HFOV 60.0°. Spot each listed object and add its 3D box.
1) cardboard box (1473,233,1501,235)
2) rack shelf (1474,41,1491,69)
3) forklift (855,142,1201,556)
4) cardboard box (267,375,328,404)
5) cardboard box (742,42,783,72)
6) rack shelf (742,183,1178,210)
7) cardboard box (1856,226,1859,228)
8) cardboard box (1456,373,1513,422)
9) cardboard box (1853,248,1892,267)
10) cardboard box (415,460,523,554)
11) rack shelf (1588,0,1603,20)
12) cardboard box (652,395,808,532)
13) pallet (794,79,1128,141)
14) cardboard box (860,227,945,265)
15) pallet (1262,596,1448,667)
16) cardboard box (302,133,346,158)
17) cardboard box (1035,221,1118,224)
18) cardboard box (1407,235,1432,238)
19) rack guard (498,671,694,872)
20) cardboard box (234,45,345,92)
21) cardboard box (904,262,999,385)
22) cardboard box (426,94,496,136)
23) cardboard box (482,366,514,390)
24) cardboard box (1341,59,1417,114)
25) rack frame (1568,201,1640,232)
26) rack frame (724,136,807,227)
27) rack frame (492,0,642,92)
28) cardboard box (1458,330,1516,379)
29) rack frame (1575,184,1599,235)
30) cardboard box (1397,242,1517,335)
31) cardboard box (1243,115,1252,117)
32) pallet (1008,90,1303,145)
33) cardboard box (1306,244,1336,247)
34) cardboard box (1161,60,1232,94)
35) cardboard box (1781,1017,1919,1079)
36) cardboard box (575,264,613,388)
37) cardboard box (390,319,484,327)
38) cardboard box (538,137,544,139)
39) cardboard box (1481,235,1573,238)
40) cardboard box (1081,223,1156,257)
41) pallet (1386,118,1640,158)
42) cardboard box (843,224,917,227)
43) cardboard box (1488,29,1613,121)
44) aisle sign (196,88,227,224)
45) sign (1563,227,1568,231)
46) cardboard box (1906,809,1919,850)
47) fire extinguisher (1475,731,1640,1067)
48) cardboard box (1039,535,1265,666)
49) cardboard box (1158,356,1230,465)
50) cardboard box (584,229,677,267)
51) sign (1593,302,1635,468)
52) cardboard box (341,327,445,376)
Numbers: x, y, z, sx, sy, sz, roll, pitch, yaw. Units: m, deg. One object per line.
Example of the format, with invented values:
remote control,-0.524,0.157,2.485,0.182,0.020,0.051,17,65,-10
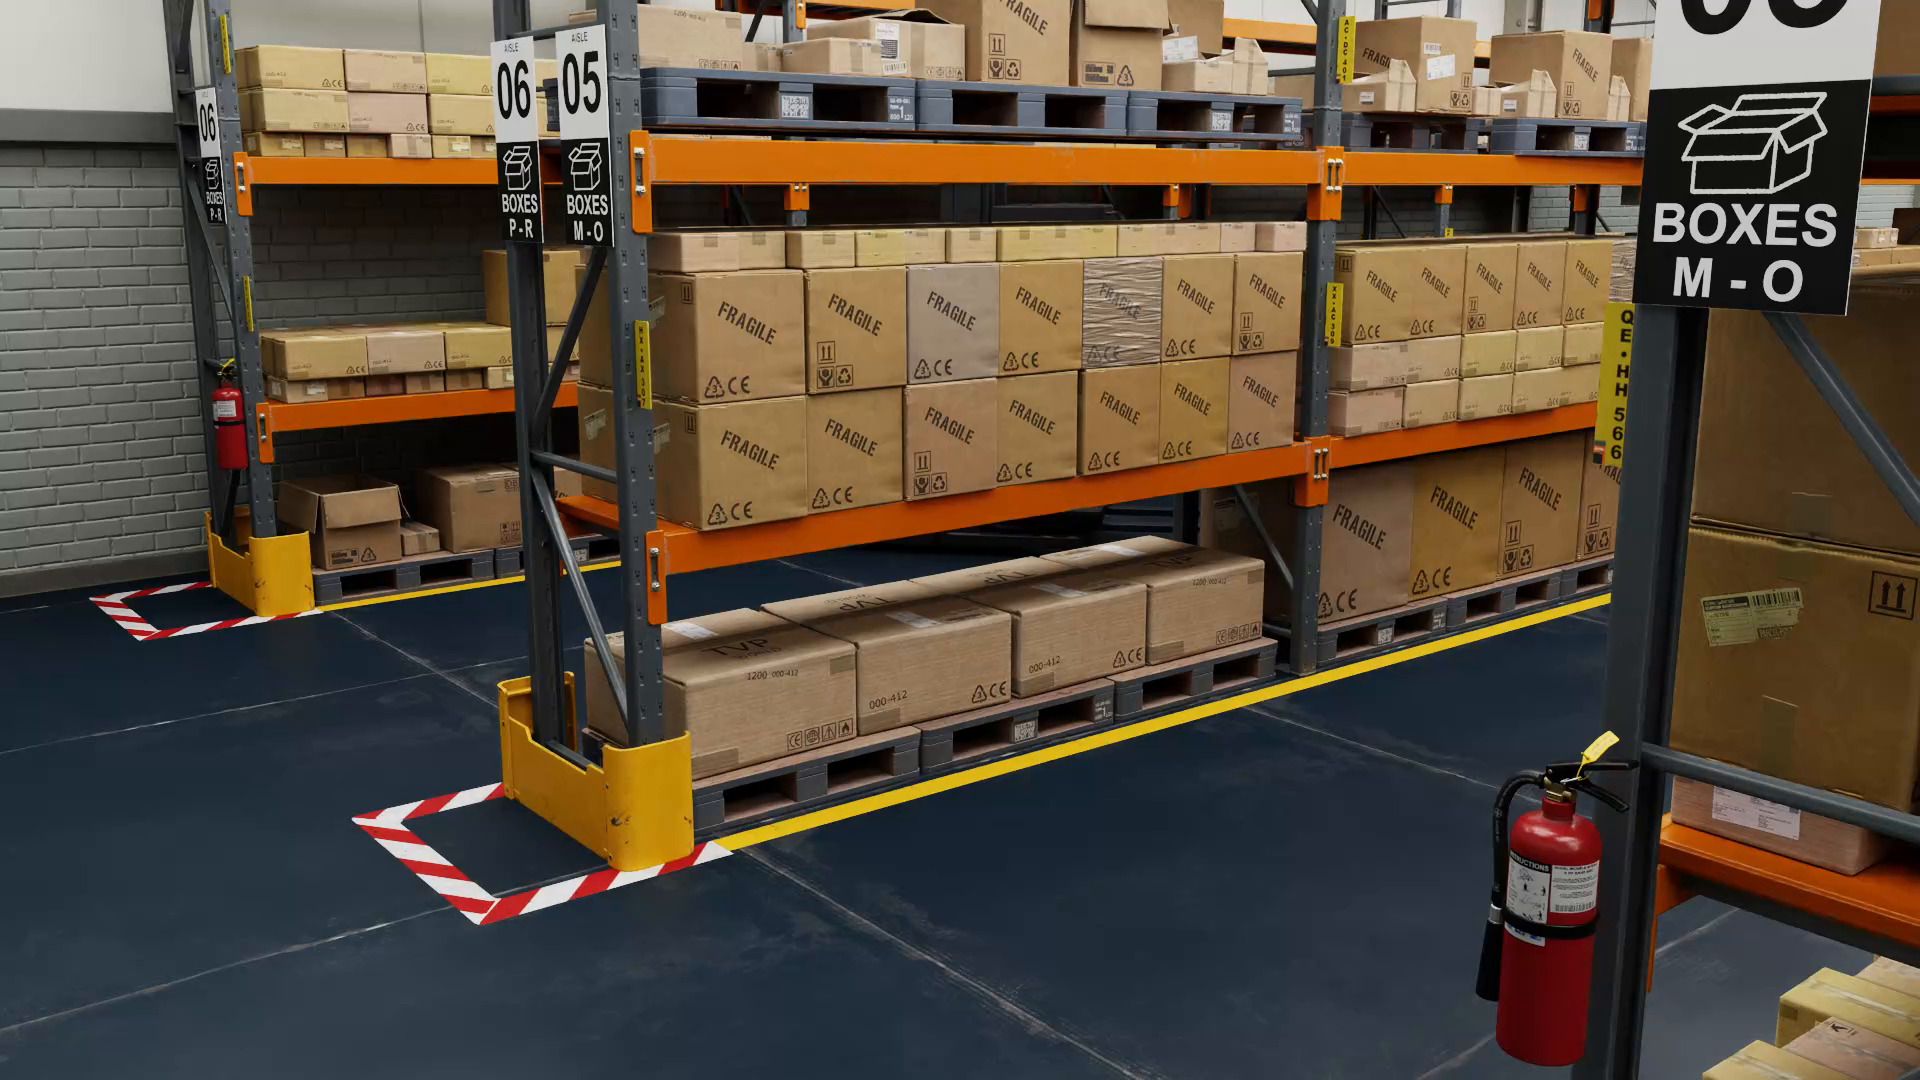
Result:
cardboard box,6.039,-3.435,19.064,0.250,0.149,0.380,-9,15,-36
rack shelf,6.303,-5.290,18.573,4.000,0.370,1.077,-9,15,-38
forklift,0.617,-1.413,12.229,3.031,2.935,1.130,2,12,9
cardboard box,-4.201,-0.962,10.542,0.250,0.149,0.380,-10,15,-38
cardboard box,-0.953,-2.021,7.057,0.250,0.149,0.380,-11,16,-42
rack shelf,0.056,-2.981,13.954,4.000,0.370,1.077,-9,15,-38
cardboard box,7.257,-2.553,13.899,0.250,0.149,0.380,-10,15,-38
cardboard box,2.920,-0.873,9.881,0.500,0.250,0.500,-10,15,-38
cardboard box,6.834,-2.011,12.911,0.500,0.500,0.500,-9,15,-36
cardboard box,-3.400,-0.238,11.535,0.500,0.500,0.700,-9,15,-35
rack shelf,3.160,-3.448,9.895,4.000,0.370,1.077,-9,15,-38
cardboard box,-0.971,-0.347,6.799,0.500,0.500,0.500,-10,15,-38
pallet,0.001,-1.963,7.644,1.213,0.211,1.003,-9,15,-38
cardboard box,-0.274,-1.279,7.220,0.250,0.149,0.380,-9,15,-37
pallet,2.154,0.451,9.998,1.213,0.211,1.003,-9,15,-38
cardboard box,-4.047,-2.473,10.436,0.250,0.149,0.380,-9,15,-37
cardboard box,0.594,-1.559,8.541,0.250,0.149,0.380,-10,15,-38
cardboard box,5.024,-3.272,18.296,0.250,0.149,0.380,-10,16,-39
rack guard,-1.544,0.944,6.980,0.348,0.500,1.175,-9,15,-38
cardboard box,-4.126,-2.887,10.225,0.500,0.250,0.500,-10,15,-38
cardboard box,-0.176,-0.972,7.338,0.500,0.500,0.500,-10,15,-38
cardboard box,-3.320,-2.773,10.889,0.500,0.250,0.500,-10,16,-39
cardboard box,-3.164,-1.121,11.291,0.250,0.149,0.380,-10,16,-39
cardboard box,2.207,-2.416,8.877,0.258,0.266,0.396,-10,15,-38
rack frame,7.865,-3.163,20.302,0.127,3.000,1.000,-9,15,-38
rack frame,-1.506,-1.606,12.969,0.127,3.000,1.000,-9,15,-38
rack frame,-1.525,-3.217,6.112,0.127,3.000,1.000,-9,15,-38
cardboard box,2.918,-1.117,9.825,0.500,0.250,0.500,-9,15,-37
rack frame,4.722,-1.320,11.624,0.127,3.000,1.000,-9,15,-38
cardboard box,2.894,-1.485,9.751,0.500,0.500,0.500,-10,16,-39
cardboard box,2.336,-3.950,15.294,0.500,0.500,0.500,-9,15,-37
pallet,0.953,-2.120,8.385,1.213,0.211,1.003,-9,15,-38
cardboard box,1.790,-1.438,9.530,0.500,0.500,0.500,-9,15,-36
cardboard box,1.093,-2.231,8.044,0.250,0.149,0.380,-9,15,-36
cardboard box,2.133,1.273,3.834,0.250,0.149,0.380,-9,15,-37
cardboard box,-1.298,-0.921,7.098,0.500,0.500,0.500,-9,15,-36
cardboard box,-3.643,-1.392,11.606,0.500,0.250,0.500,-9,15,-36
cardboard box,-2.977,-2.618,11.119,0.250,0.149,0.380,-9,15,-38
cardboard box,3.802,-1.768,11.085,0.500,0.500,0.500,-9,15,-37
cardboard box,0.723,-1.443,7.995,0.250,0.149,0.380,-10,15,-38
pallet,3.381,-2.457,10.212,1.213,0.211,1.003,-9,15,-35
cardboard box,-0.408,-1.391,7.748,0.250,0.149,0.380,-9,15,-36
cardboard box,3.526,-2.766,9.960,0.500,0.500,0.500,-9,15,-37
aisle sign,-4.499,-2.302,9.988,0.004,0.787,0.394,-9,15,-38
sign,7.523,-3.716,20.631,0.005,0.325,0.100,-9,15,-38
cardboard box,1.942,0.516,3.581,0.250,0.149,0.380,-9,15,-38
fire extinguisher,1.161,0.686,3.262,0.183,0.674,0.296,-9,15,-38
cardboard box,1.041,0.311,9.101,0.875,0.438,0.875,-10,15,-38
cardboard box,0.997,-0.681,8.372,0.500,0.500,0.500,-10,16,-39
cardboard box,-1.370,-1.216,6.926,0.250,0.149,0.380,-9,15,-37
sign,1.315,-0.306,3.299,0.005,0.325,0.100,-9,15,-38
cardboard box,-3.713,-1.239,10.889,0.500,0.250,0.500,-9,15,-37
